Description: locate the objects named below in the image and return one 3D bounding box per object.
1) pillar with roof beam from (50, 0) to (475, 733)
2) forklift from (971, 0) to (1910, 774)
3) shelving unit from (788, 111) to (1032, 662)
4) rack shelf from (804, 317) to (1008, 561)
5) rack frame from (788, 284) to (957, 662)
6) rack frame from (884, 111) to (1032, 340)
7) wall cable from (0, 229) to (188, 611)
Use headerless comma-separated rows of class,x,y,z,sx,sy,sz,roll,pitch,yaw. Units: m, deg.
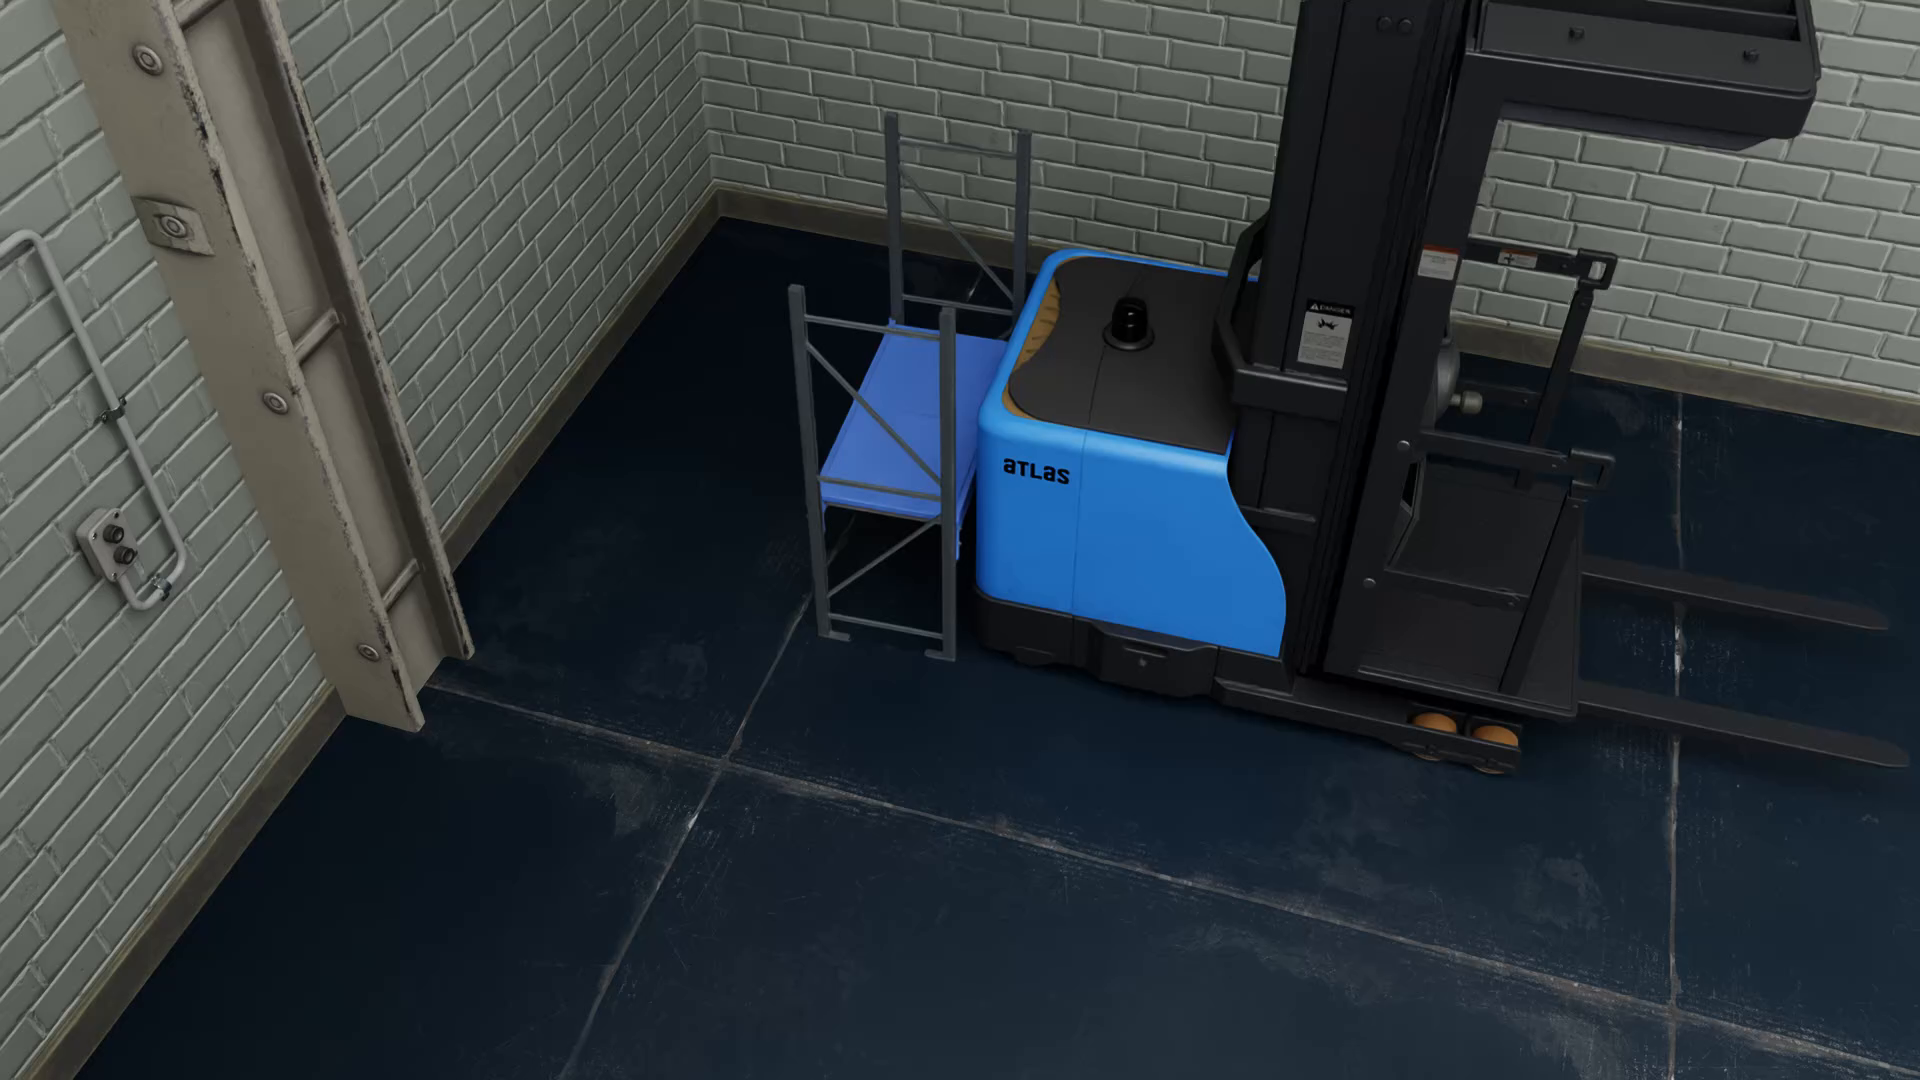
pillar with roof beam,2.193,-1.821,1.677,9.100,9.000,0.400,13,46,13
forklift,1.614,-0.697,4.867,3.031,2.935,1.130,11,46,11
shelving unit,-0.133,-0.507,5.696,0.538,1.500,1.048,10,45,10
rack shelf,-0.133,-0.378,5.821,0.538,0.185,1.000,10,45,10
rack frame,-0.257,-0.162,5.343,0.500,1.500,0.032,10,45,10
rack frame,-0.009,-0.852,6.048,0.500,1.500,0.032,10,45,10
wall cable,-2.417,-0.022,3.402,0.084,1.984,1.851,13,46,13
